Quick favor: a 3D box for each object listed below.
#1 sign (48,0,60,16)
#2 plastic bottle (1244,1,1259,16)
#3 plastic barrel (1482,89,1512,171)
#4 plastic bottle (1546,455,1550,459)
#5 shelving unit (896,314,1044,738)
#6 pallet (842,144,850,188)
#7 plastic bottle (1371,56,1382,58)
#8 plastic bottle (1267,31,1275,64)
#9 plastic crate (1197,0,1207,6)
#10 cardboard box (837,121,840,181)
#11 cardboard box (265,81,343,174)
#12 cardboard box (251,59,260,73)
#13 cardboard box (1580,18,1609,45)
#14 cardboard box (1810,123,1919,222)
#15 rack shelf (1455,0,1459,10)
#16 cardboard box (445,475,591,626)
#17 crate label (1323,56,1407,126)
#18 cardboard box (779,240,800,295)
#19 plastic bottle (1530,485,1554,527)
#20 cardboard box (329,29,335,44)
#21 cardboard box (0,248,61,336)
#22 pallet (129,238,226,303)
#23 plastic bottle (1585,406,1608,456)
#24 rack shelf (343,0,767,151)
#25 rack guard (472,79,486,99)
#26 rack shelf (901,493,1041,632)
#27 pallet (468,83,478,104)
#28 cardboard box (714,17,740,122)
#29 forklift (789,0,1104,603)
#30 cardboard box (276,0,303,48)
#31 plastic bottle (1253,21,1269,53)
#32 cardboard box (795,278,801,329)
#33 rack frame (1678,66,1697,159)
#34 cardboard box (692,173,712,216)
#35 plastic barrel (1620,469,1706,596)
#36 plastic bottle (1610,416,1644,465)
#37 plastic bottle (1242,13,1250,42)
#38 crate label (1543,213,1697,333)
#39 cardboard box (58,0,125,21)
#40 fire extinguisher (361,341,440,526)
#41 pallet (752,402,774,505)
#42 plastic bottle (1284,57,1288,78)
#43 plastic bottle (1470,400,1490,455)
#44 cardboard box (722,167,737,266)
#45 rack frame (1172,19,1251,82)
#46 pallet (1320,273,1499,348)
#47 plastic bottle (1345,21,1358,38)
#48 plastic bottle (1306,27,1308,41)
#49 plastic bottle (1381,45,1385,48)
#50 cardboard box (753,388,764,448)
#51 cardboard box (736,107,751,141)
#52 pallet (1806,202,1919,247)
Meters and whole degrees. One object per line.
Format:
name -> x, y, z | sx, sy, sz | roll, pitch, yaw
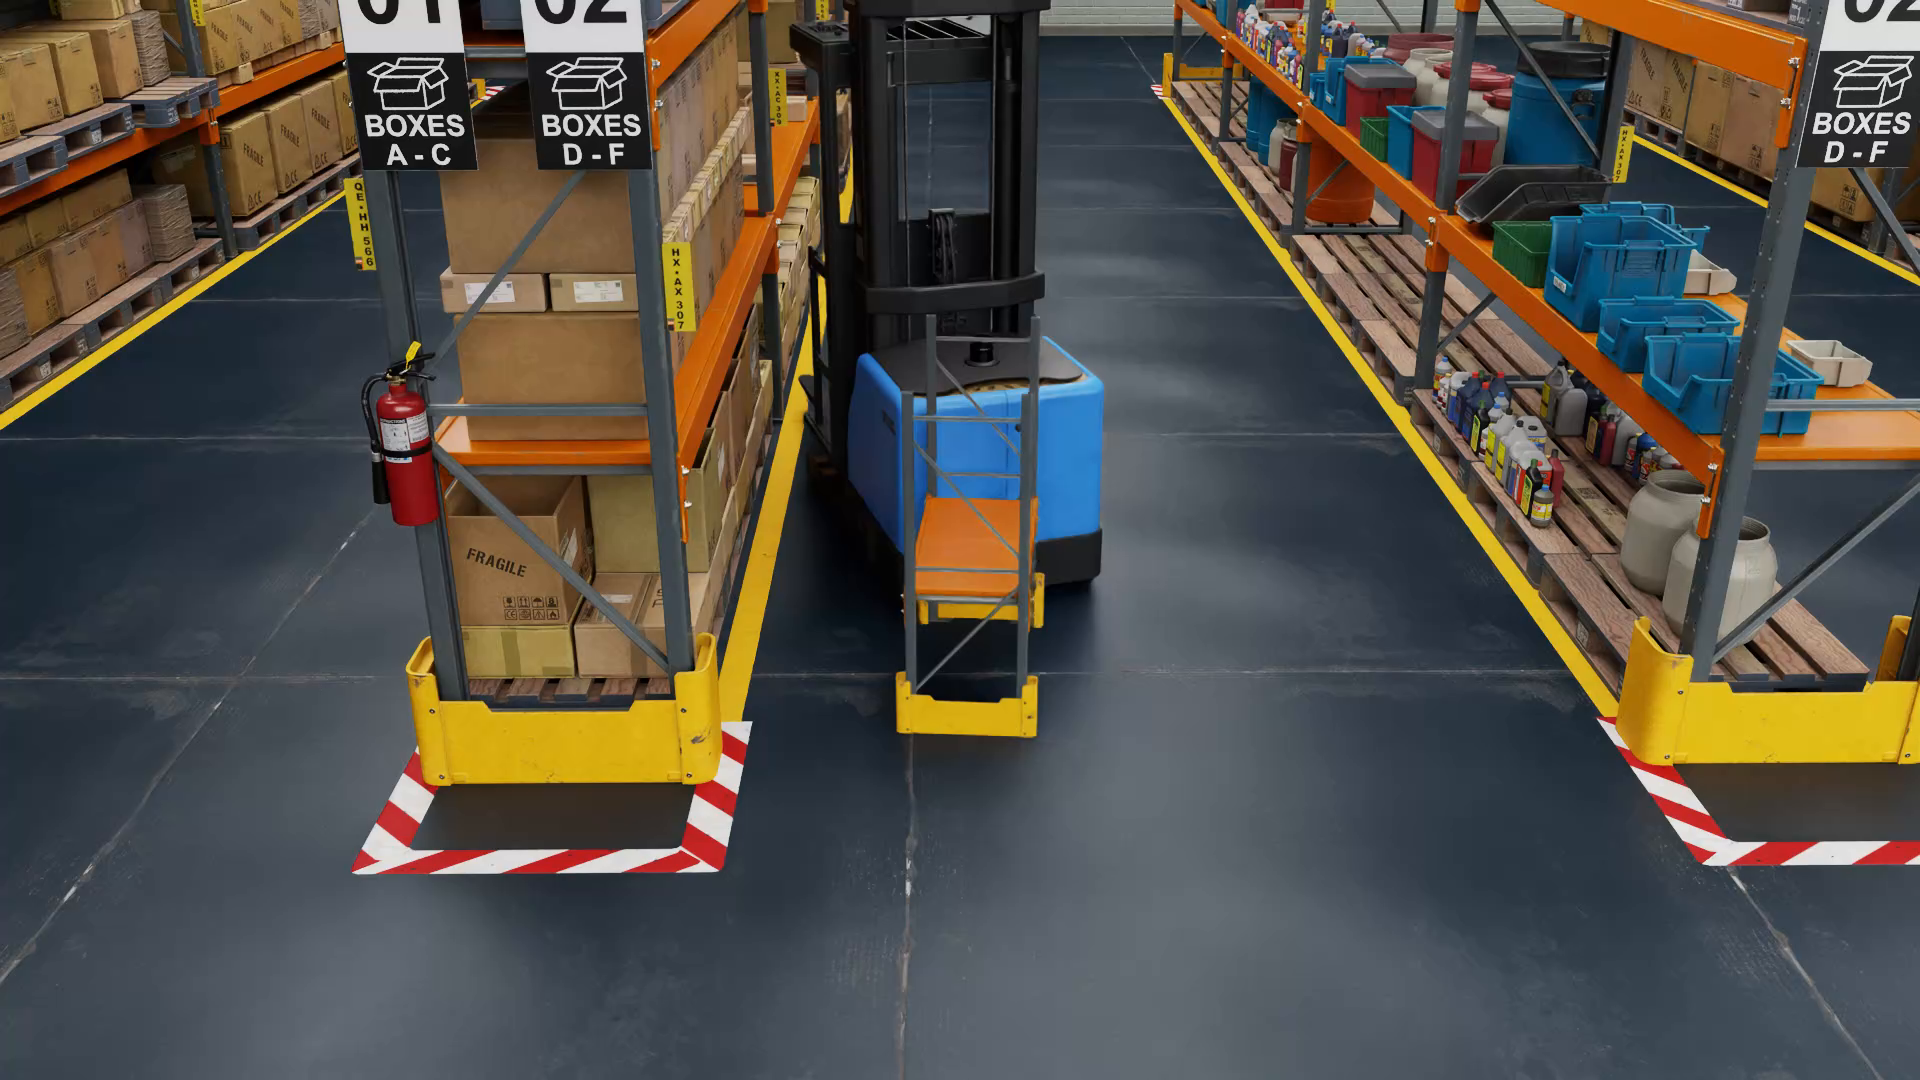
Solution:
sign -> -7.159, -4.272, 13.151 | 0.100, 0.325, 0.005 | 0, 24, -1
plastic bottle -> 2.939, -5.256, 16.791 | 0.144, 0.351, 0.185 | 0, 24, -1
plastic barrel -> 3.555, -2.602, 10.698 | 0.433, 0.535, 0.433 | 0, 24, 0
plastic bottle -> 3.079, -0.346, 8.738 | 0.097, 0.201, 0.097 | 0, 24, 0
shelving unit -> 0.065, -0.088, 7.124 | 0.587, 1.500, 1.083 | 2, 24, 4
pallet -> -1.648, -3.815, 16.929 | 1.003, 0.211, 1.213 | 0, 24, -1
plastic bottle -> 3.469, -3.916, 13.918 | 0.152, 0.276, 0.135 | 0, 24, -1
plastic bottle -> 2.855, -4.507, 15.216 | 0.061, 0.283, 0.133 | 0, 24, -1
plastic crate -> 2.906, -6.271, 19.106 | 0.416, 0.233, 0.300 | 0, 24, -1
cardboard box -> -1.393, -3.660, 15.702 | 0.500, 0.500, 0.500 | -1, 24, -2
cardboard box -> -6.498, -3.975, 15.998 | 0.750, 0.750, 0.750 | 0, 24, 1
cardboard box -> -6.426, -4.204, 14.685 | 0.380, 0.149, 0.250 | 0, 24, 1
cardboard box -> 8.255, -6.072, 20.604 | 0.875, 0.875, 0.875 | 0, 24, -1
cardboard box -> 8.268, -3.323, 14.526 | 1.225, 0.875, 0.875 | -1, 24, -3
rack shelf -> 3.324, -4.008, 11.205 | 1.077, 0.370, 4.000 | 0, 24, -1
cardboard box -> -1.867, 0.024, 6.973 | 0.500, 0.500, 0.500 | 0, 24, -1
crate label -> 3.043, -3.399, 12.582 | 0.502, 0.435, 0.616 | 0, 24, -1
cardboard box -> -1.370, -1.909, 11.478 | 0.500, 0.311, 0.500 | -1, 24, -2
plastic bottle -> 2.931, -0.177, 8.363 | 0.097, 0.201, 0.097 | 0, 24, 0
cardboard box -> -6.377, -4.943, 16.319 | 0.380, 0.149, 0.250 | 0, 24, 1
cardboard box -> -6.641, -1.678, 11.319 | 0.700, 0.500, 0.500 | -1, 24, -2
pallet -> -6.597, -2.156, 13.261 | 1.003, 0.211, 1.213 | 0, 24, -1
plastic bottle -> 3.544, -0.620, 9.244 | 0.061, 0.283, 0.133 | 0, 24, -1
rack shelf -> -1.586, -2.339, 7.515 | 1.077, 0.370, 4.000 | 0, 24, -1
rack guard -> -6.692, -5.916, 21.224 | 1.175, 0.500, 0.348 | 0, 24, -1
rack shelf -> 0.064, 0.080, 7.190 | 0.538, 0.185, 1.000 | 2, 24, 4
pallet -> -6.605, -5.445, 20.534 | 1.003, 0.211, 1.213 | 0, 24, -1
cardboard box -> -1.596, -2.578, 9.114 | 0.700, 0.500, 0.500 | 0, 24, 0
forklift -> -0.237, -1.618, 8.770 | 1.130, 2.935, 3.031 | -7, 25, -16
cardboard box -> -6.368, -4.775, 15.161 | 0.500, 0.500, 0.500 | 0, 24, 1
plastic bottle -> 2.893, -4.811, 15.898 | 0.152, 0.276, 0.135 | 0, 24, -1
cardboard box -> -1.377, -1.654, 11.594 | 0.500, 0.250, 0.500 | -1, 24, -2
rack frame -> 8.211, -5.464, 17.190 | 1.000, 3.000, 0.127 | 0, 24, -1
cardboard box -> -1.369, -1.613, 7.768 | 0.380, 0.149, 0.250 | 0, 24, 0
plastic barrel -> 3.300, -0.032, 7.690 | 0.421, 0.512, 0.421 | 0, 24, 0
plastic bottle -> 3.644, -0.561, 9.122 | 0.152, 0.276, 0.135 | 0, 24, 0
plastic bottle -> 2.858, -5.087, 16.514 | 0.097, 0.271, 0.097 | 0, 24, 0
crate label -> 3.099, -1.270, 7.875 | 0.502, 0.435, 0.616 | 0, 24, -1
cardboard box -> -6.552, -4.016, 12.546 | 0.380, 0.149, 0.250 | -4, 25, -9
fire extinguisher -> -2.027, -0.390, 6.066 | 0.296, 0.674, 0.183 | 0, 24, -1
pallet -> -1.641, -0.526, 9.656 | 1.003, 0.211, 1.213 | 0, 24, -1
plastic bottle -> 2.882, -4.130, 14.484 | 0.097, 0.201, 0.097 | 0, 24, 0
plastic bottle -> 2.902, -0.627, 9.259 | 0.061, 0.283, 0.133 | 1, 24, 2
cardboard box -> -1.584, -1.770, 8.901 | 0.700, 0.500, 0.500 | -1, 24, -1
rack frame -> 3.215, -7.090, 20.786 | 1.000, 3.000, 0.127 | 0, 24, -1
pallet -> 3.282, -1.702, 12.257 | 1.003, 0.211, 1.213 | 0, 24, -1
plastic bottle -> 3.608, -4.588, 15.314 | 0.144, 0.351, 0.185 | 0, 24, -1
plastic bottle -> 3.454, -4.965, 16.147 | 0.144, 0.351, 0.185 | 0, 24, -1
plastic bottle -> 3.660, -4.166, 14.462 | 0.061, 0.283, 0.133 | 0, 24, -1
cardboard box -> -1.388, -0.667, 9.411 | 0.500, 0.250, 0.500 | 0, 24, -1
cardboard box -> -1.390, -2.354, 9.407 | 0.380, 0.149, 0.250 | 0, 24, -1
pallet -> 8.322, -2.870, 14.840 | 1.003, 0.211, 1.213 | 0, 24, -1
